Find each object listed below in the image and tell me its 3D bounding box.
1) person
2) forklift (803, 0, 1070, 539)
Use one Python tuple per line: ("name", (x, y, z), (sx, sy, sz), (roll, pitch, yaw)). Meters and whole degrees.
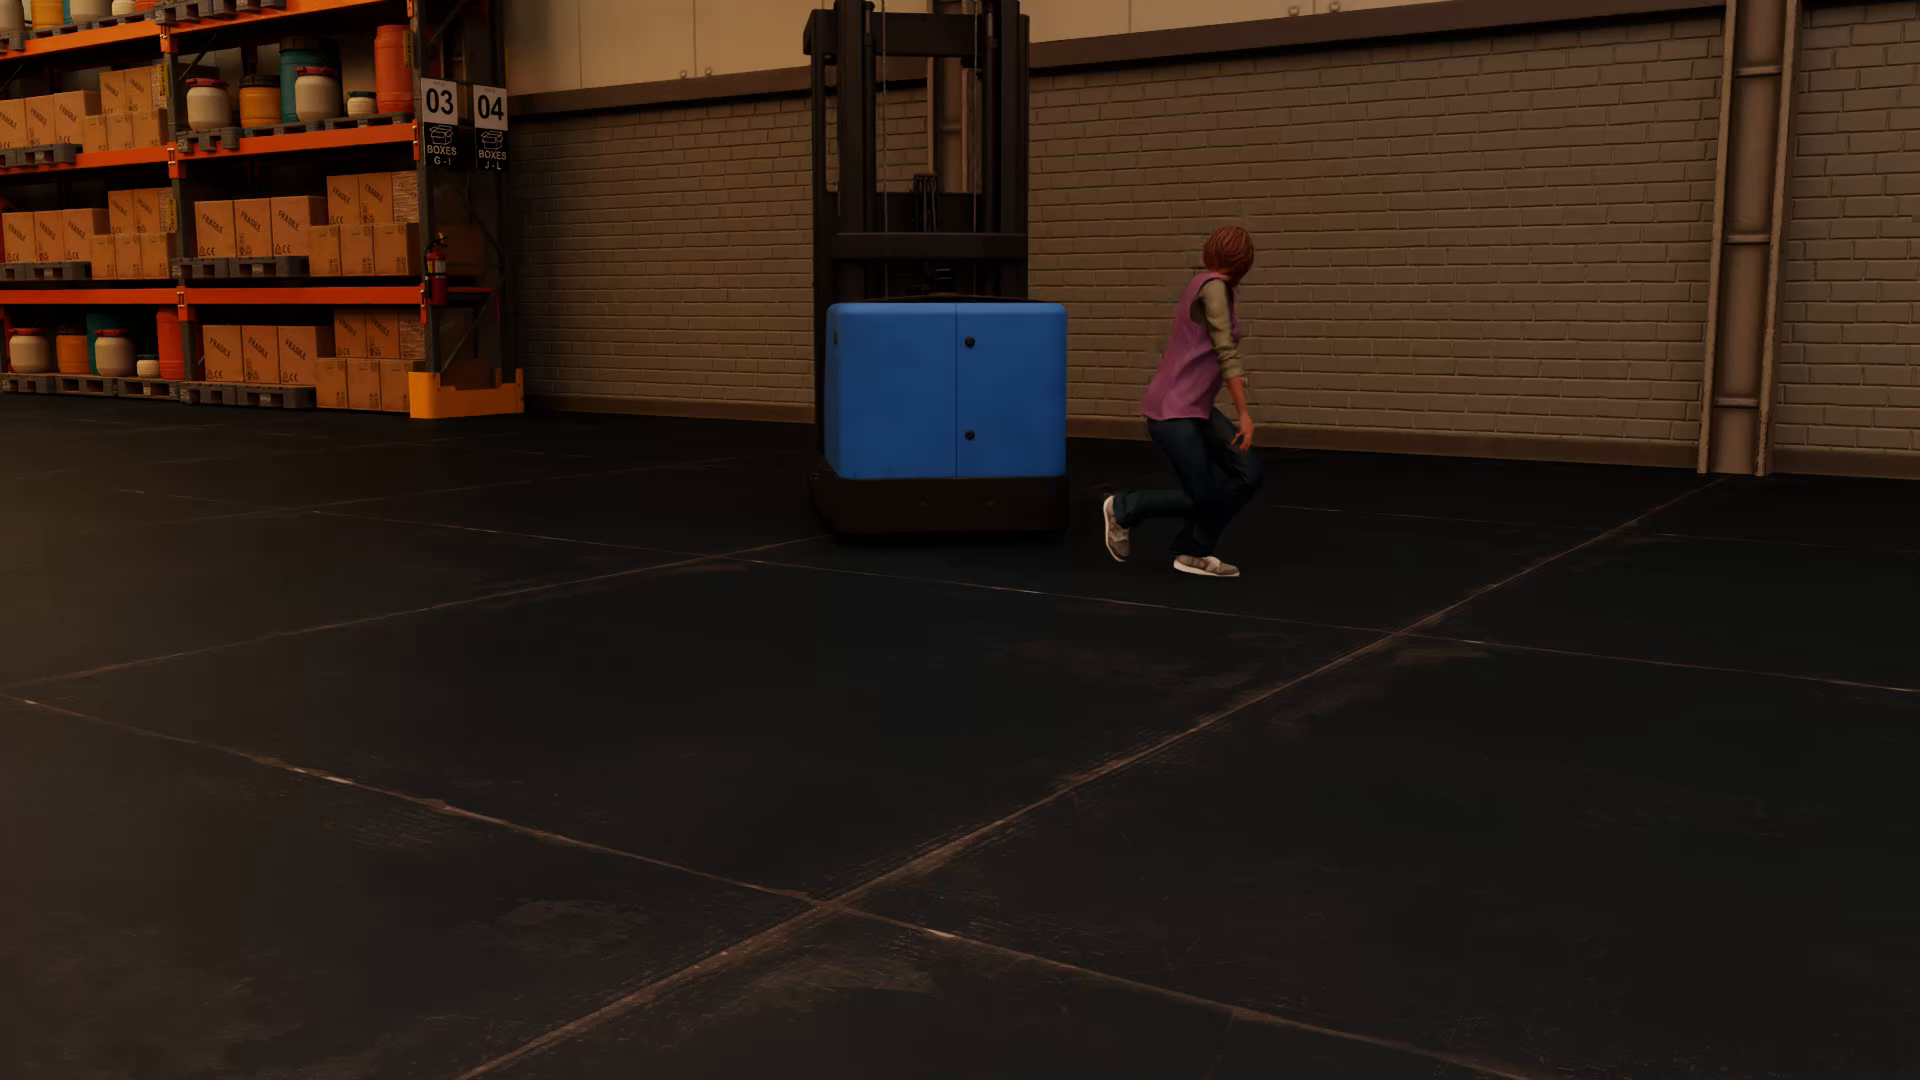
("person", (0.895, -0.541, 6.590), (0.647, 1.395, 0.576), (3, 9, 22))
("forklift", (-0.234, -1.627, 8.632), (1.130, 2.935, 3.031), (-1, 8, -8))
